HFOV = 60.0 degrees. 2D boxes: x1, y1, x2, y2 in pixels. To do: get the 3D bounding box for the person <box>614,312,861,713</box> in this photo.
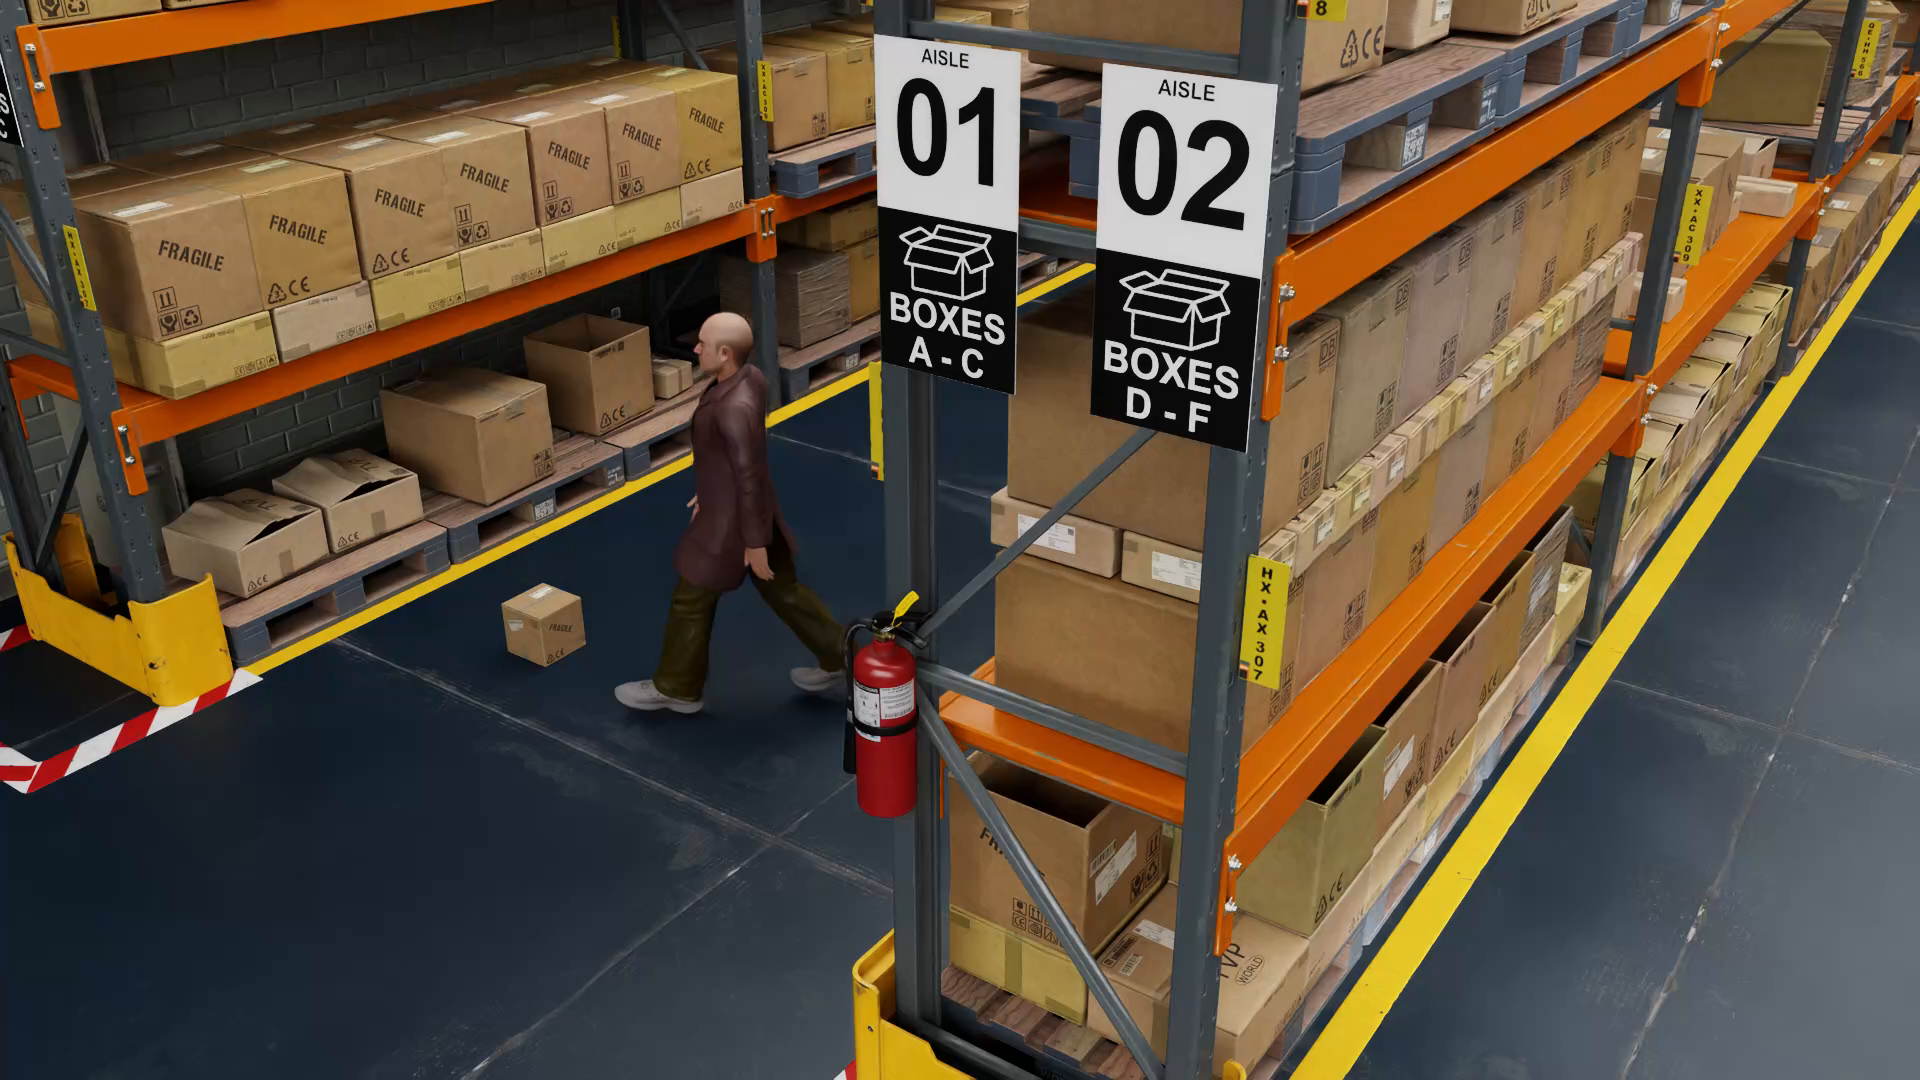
[{"bbox_3d":[-0.914,-0.101,6.830,1.093,1.737,0.581,2,27,5],"label":"person"}]
